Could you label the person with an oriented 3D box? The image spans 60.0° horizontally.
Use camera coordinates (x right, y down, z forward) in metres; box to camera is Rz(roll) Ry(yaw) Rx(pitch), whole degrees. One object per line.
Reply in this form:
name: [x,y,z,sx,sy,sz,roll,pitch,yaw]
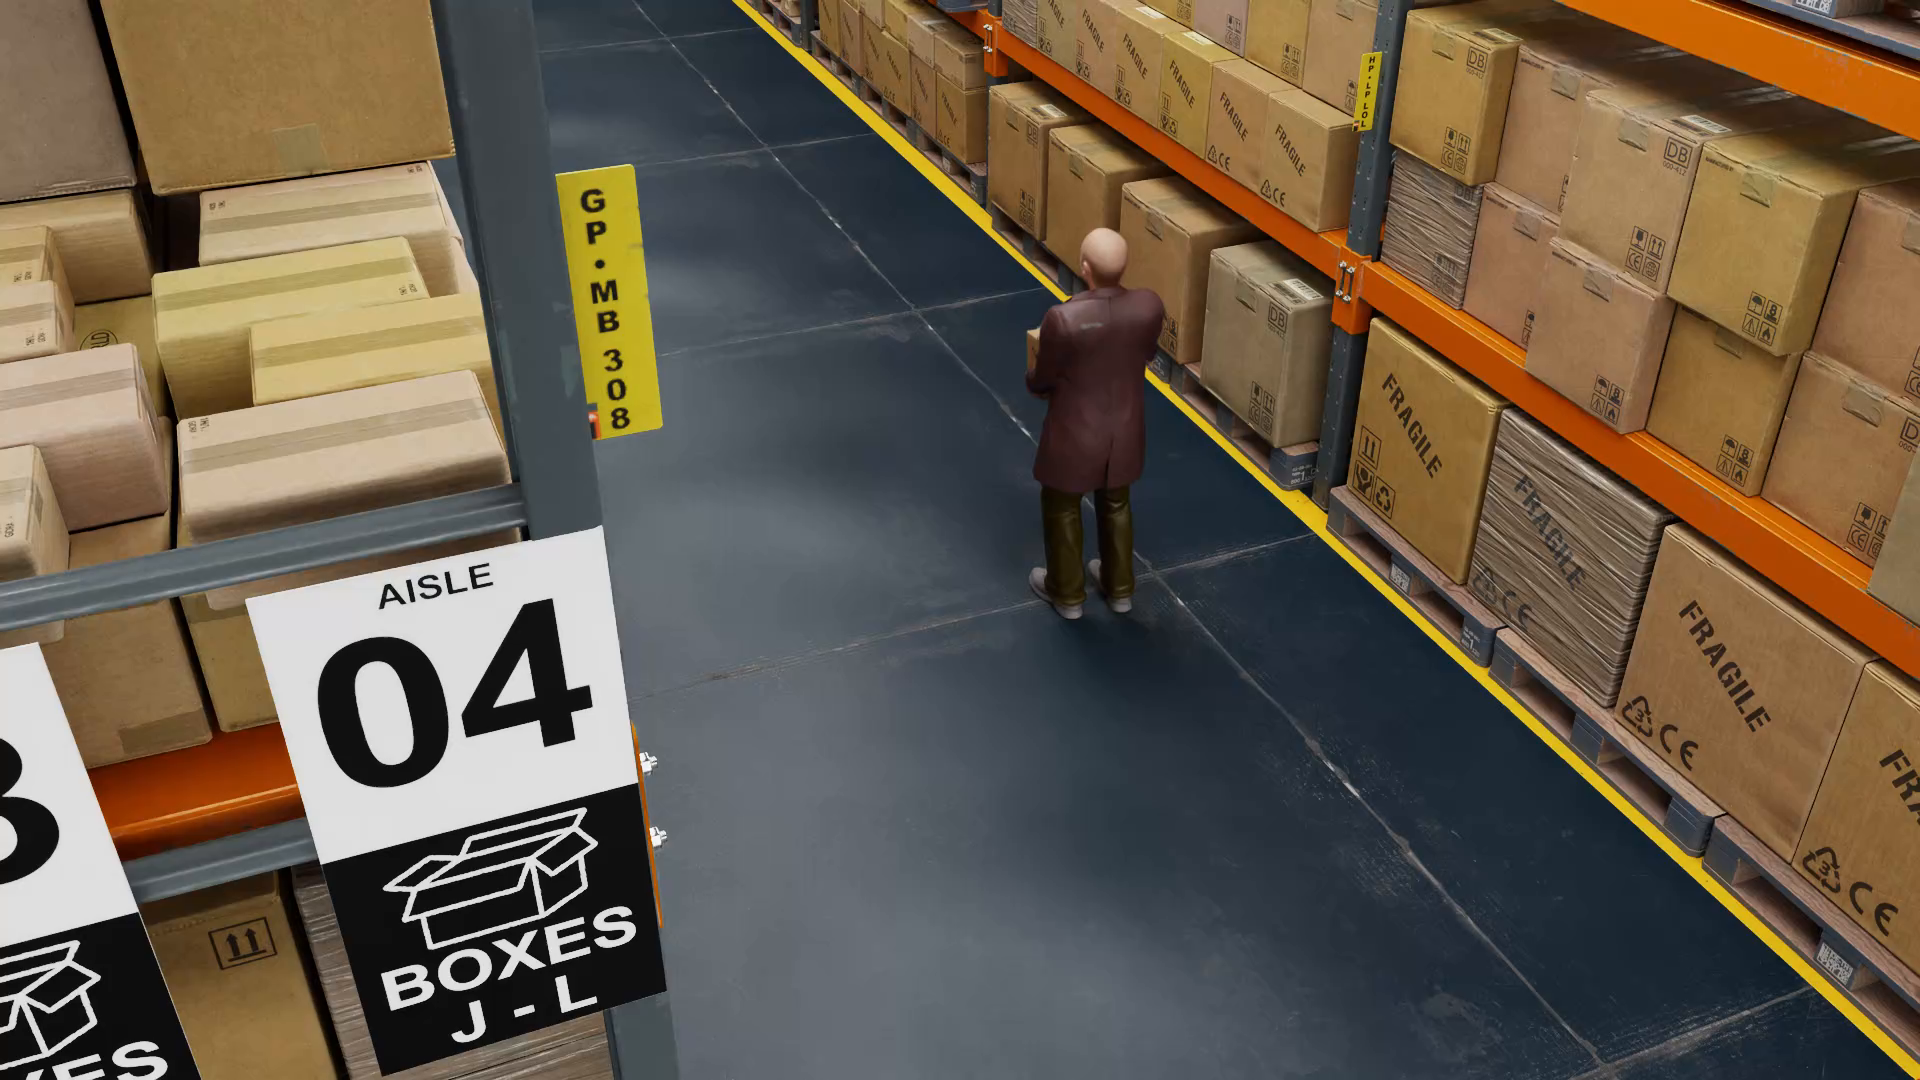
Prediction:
person: [0.510,-0.515,6.942,0.537,1.777,0.548,-13,35,-19]
